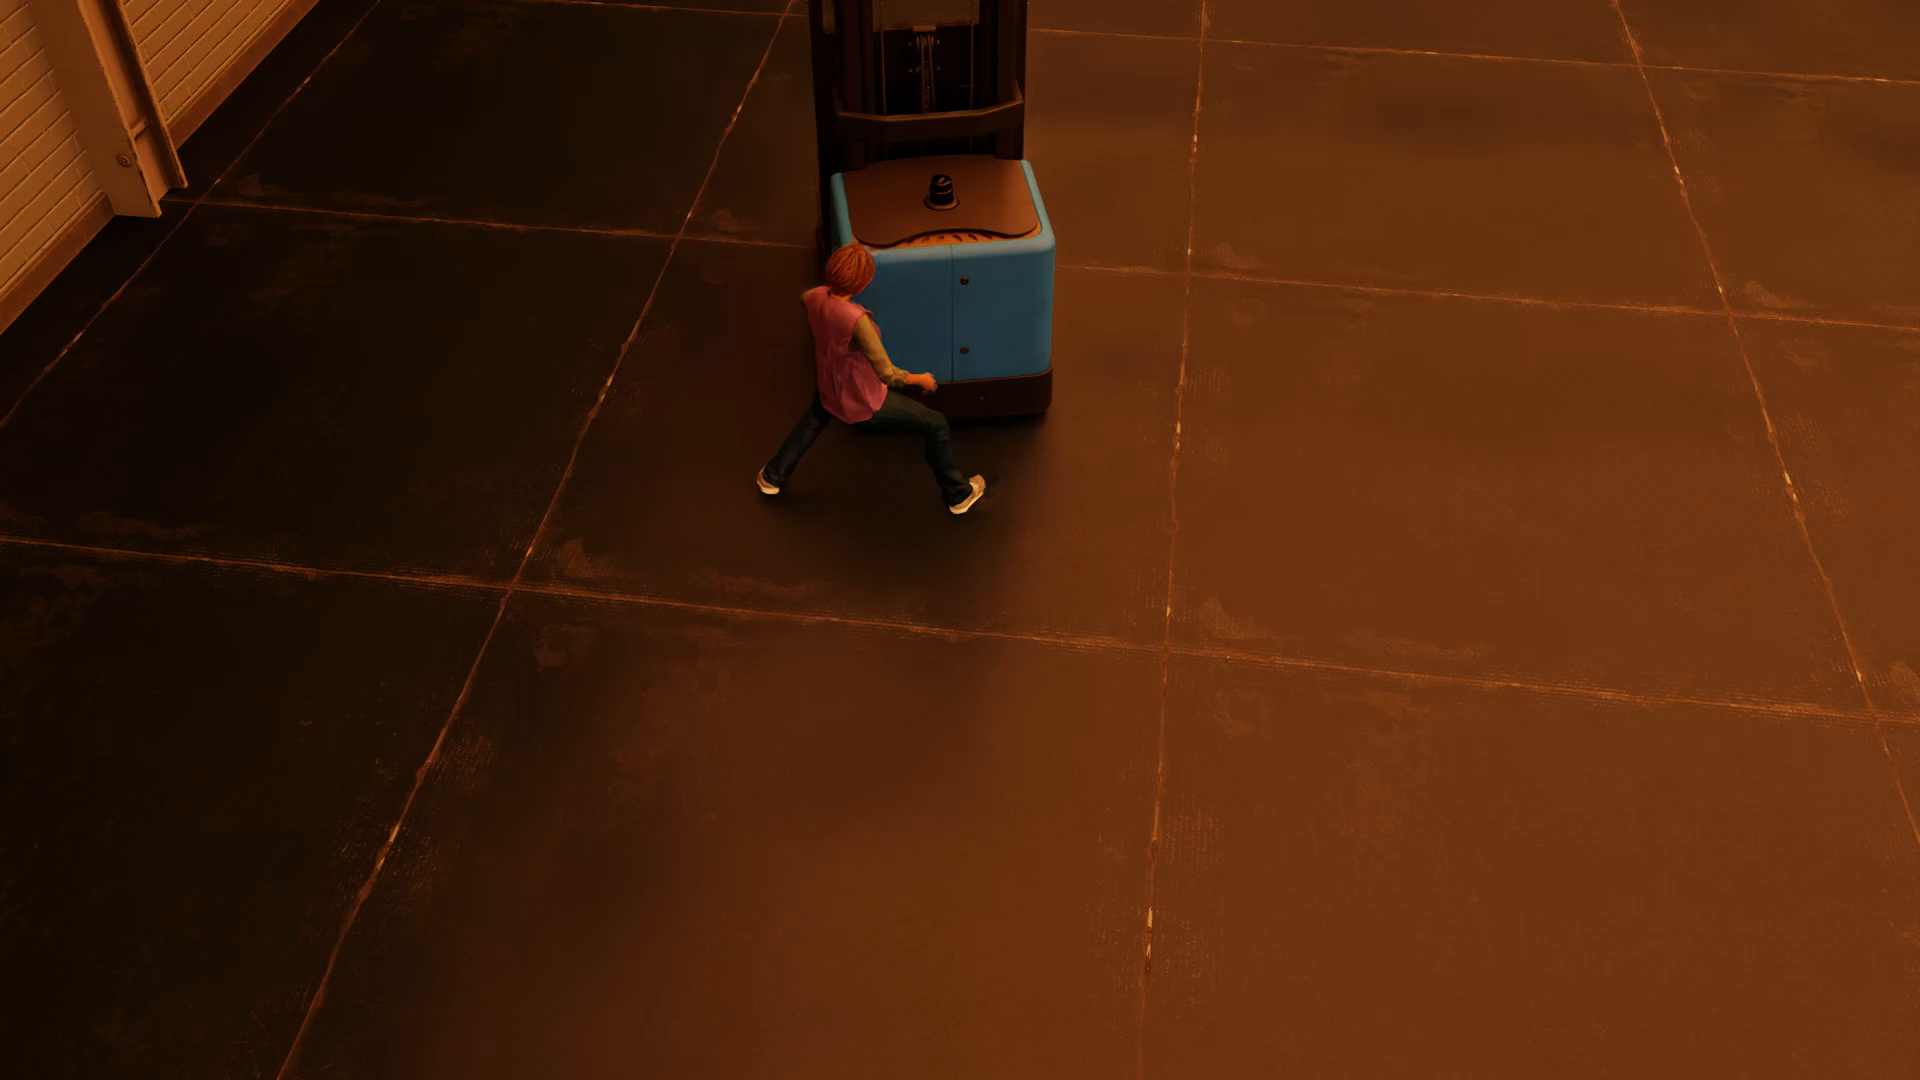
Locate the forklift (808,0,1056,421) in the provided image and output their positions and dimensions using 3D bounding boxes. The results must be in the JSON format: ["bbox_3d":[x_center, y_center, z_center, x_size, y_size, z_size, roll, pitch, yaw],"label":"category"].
[{"bbox_3d":[-0.243,-2.647,8.606,1.130,2.935,3.031,-5,43,-6],"label":"forklift"}]

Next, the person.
[{"bbox_3d":[-0.446,-0.763,7.692,0.874,1.451,0.925,-30,51,-29],"label":"person"}]
